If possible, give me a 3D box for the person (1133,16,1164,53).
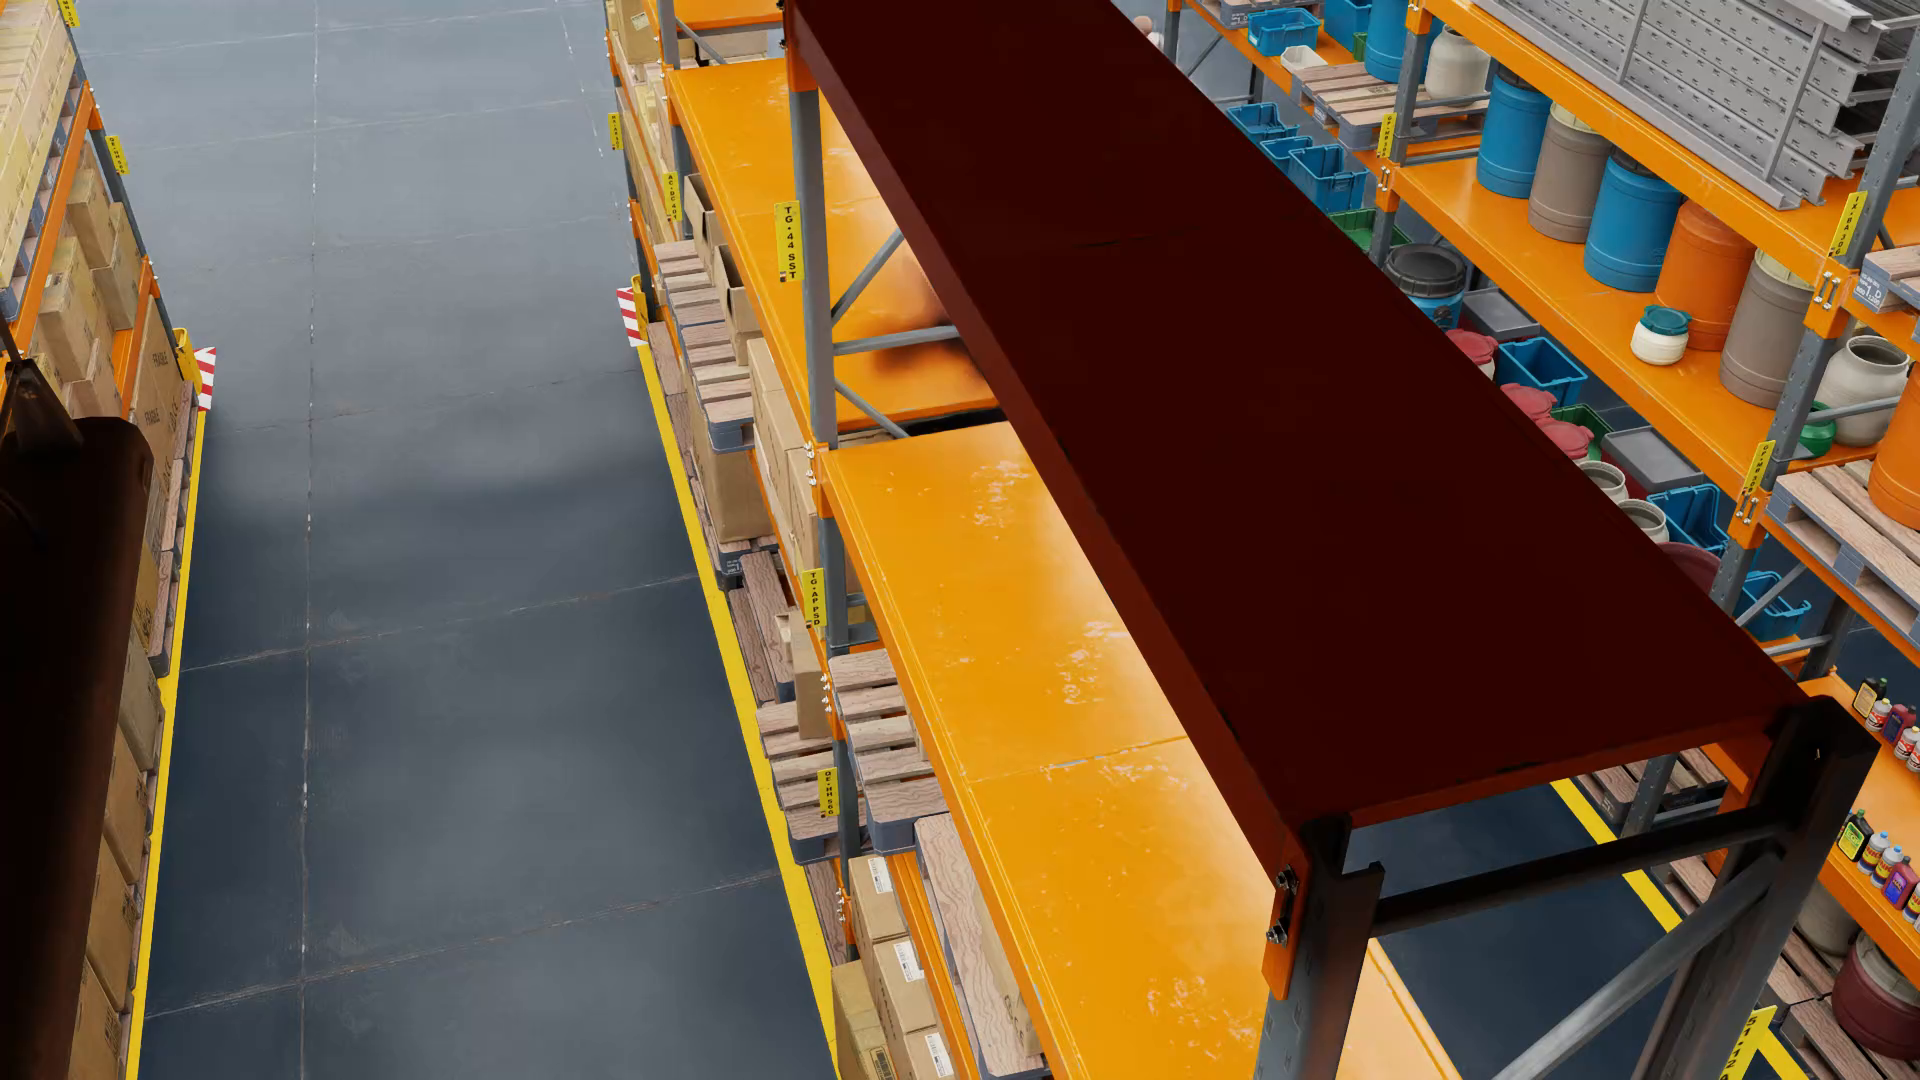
[{"bbox_3d":[1.836,-4.582,17.212,0.668,1.770,0.714,8,39,10],"label":"person"}]
